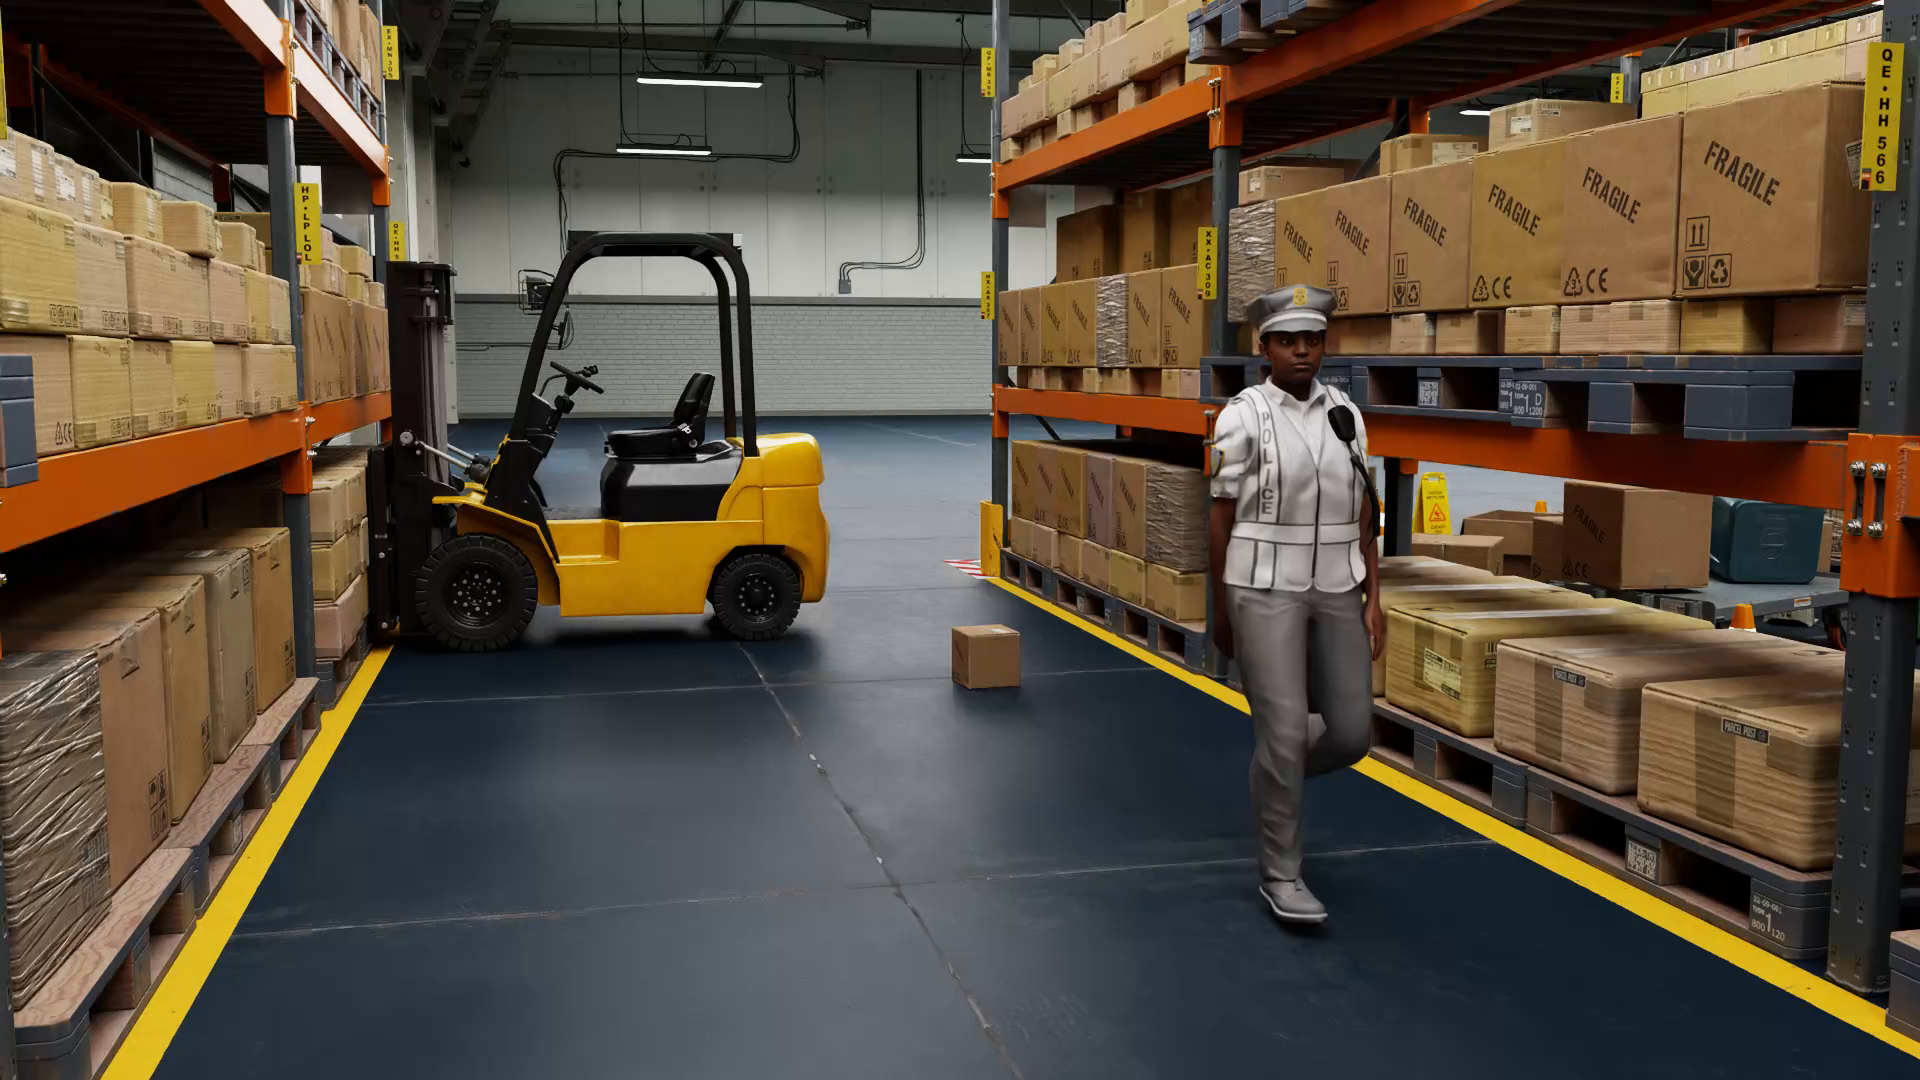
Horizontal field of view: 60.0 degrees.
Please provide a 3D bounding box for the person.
[{"bbox_3d":[0.892,0.239,4.597,0.406,1.339,0.545,-2,6,-14],"label":"person"}]
